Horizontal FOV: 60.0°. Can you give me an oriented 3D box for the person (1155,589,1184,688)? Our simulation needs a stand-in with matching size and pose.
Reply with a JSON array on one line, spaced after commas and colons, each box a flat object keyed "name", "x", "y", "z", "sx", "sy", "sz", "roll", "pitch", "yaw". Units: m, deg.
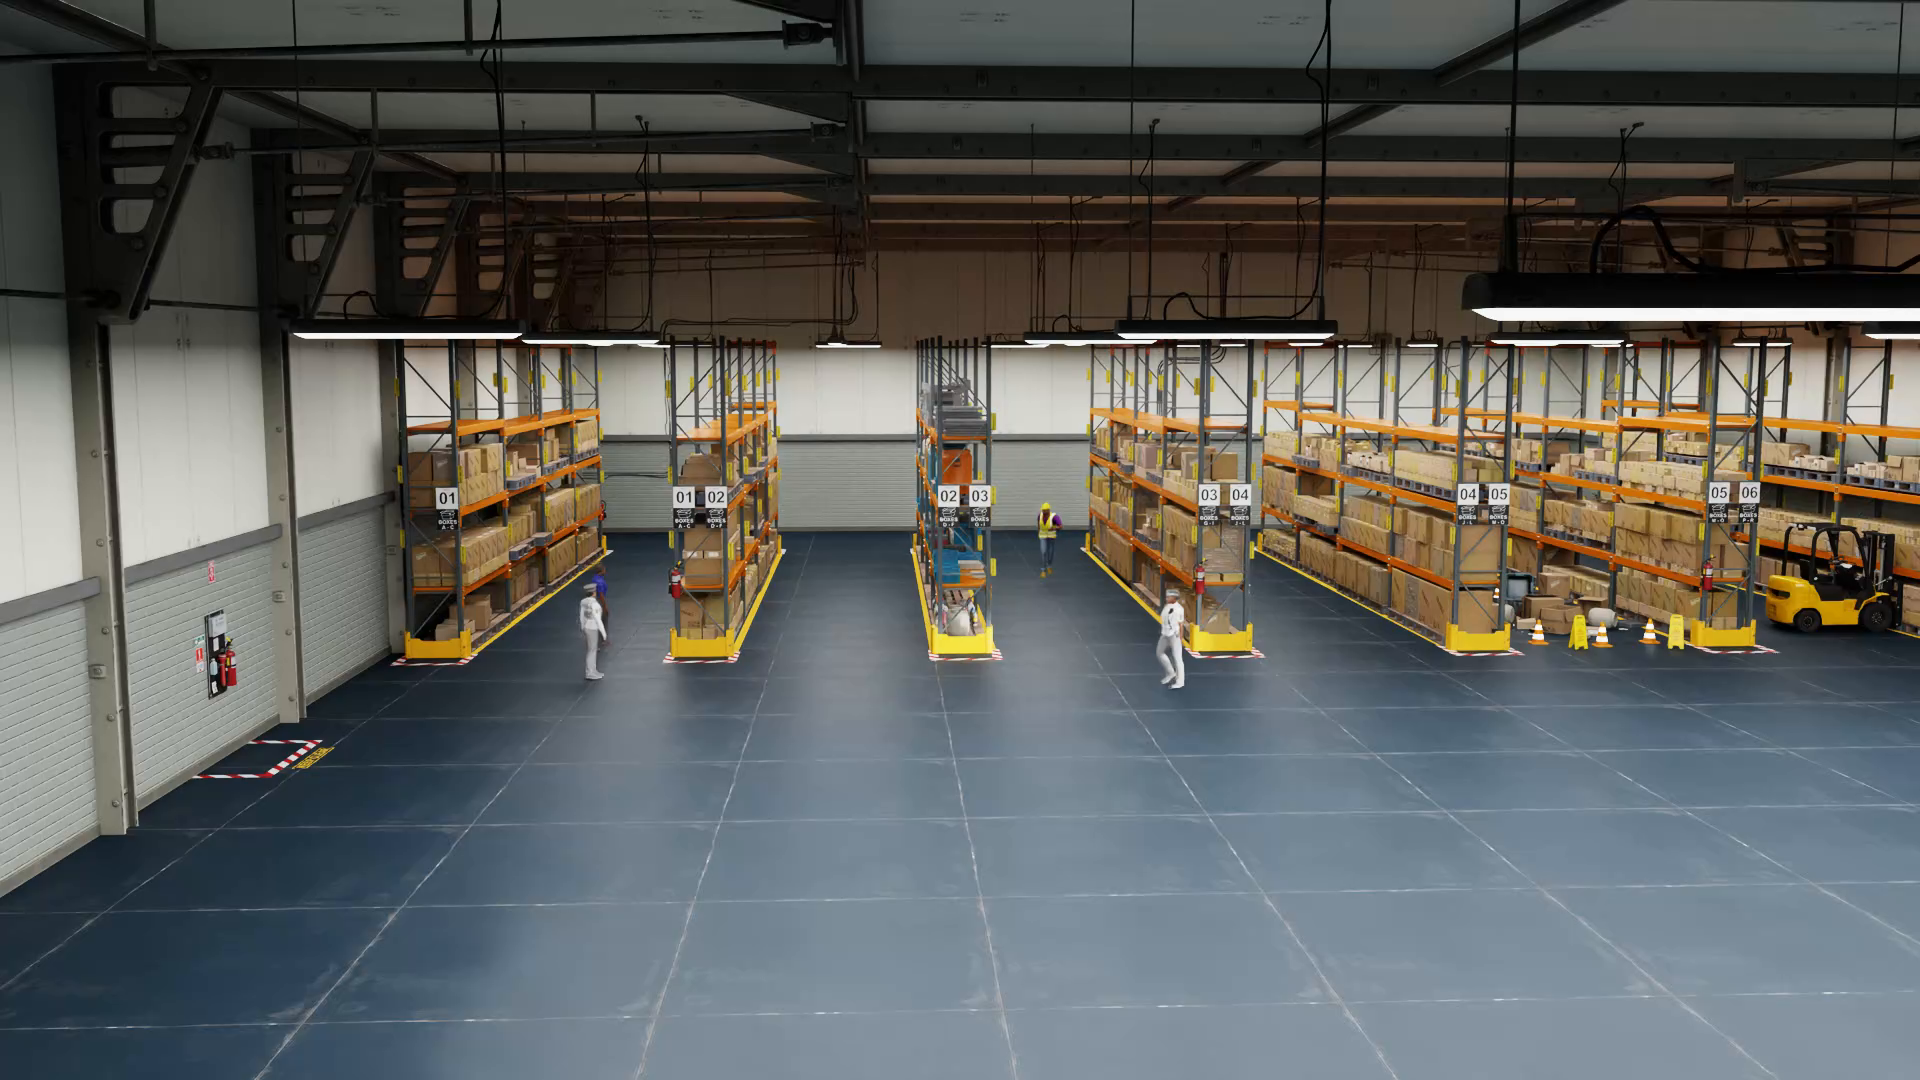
[{"name": "person", "x": 3.615, "y": 1.666, "z": 28.409, "sx": 0.388, "sy": 1.689, "sz": 0.553, "roll": -4, "pitch": 7, "yaw": -30}]

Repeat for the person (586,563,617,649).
[{"name": "person", "x": -6.937, "y": 1.277, "z": 32.074, "sx": 0.528, "sy": 1.692, "sz": 0.619, "roll": -1, "pitch": 7, "yaw": -5}]

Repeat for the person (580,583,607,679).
[{"name": "person", "x": -6.407, "y": 1.600, "z": 29.094, "sx": 0.400, "sy": 1.694, "sz": 0.529, "roll": -3, "pitch": 7, "yaw": -22}]

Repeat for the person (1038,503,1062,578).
[{"name": "person", "x": 2.198, "y": -0.016, "z": 40.672, "sx": 0.595, "sy": 1.808, "sz": 0.827, "roll": 0, "pitch": 6, "yaw": 1}]
